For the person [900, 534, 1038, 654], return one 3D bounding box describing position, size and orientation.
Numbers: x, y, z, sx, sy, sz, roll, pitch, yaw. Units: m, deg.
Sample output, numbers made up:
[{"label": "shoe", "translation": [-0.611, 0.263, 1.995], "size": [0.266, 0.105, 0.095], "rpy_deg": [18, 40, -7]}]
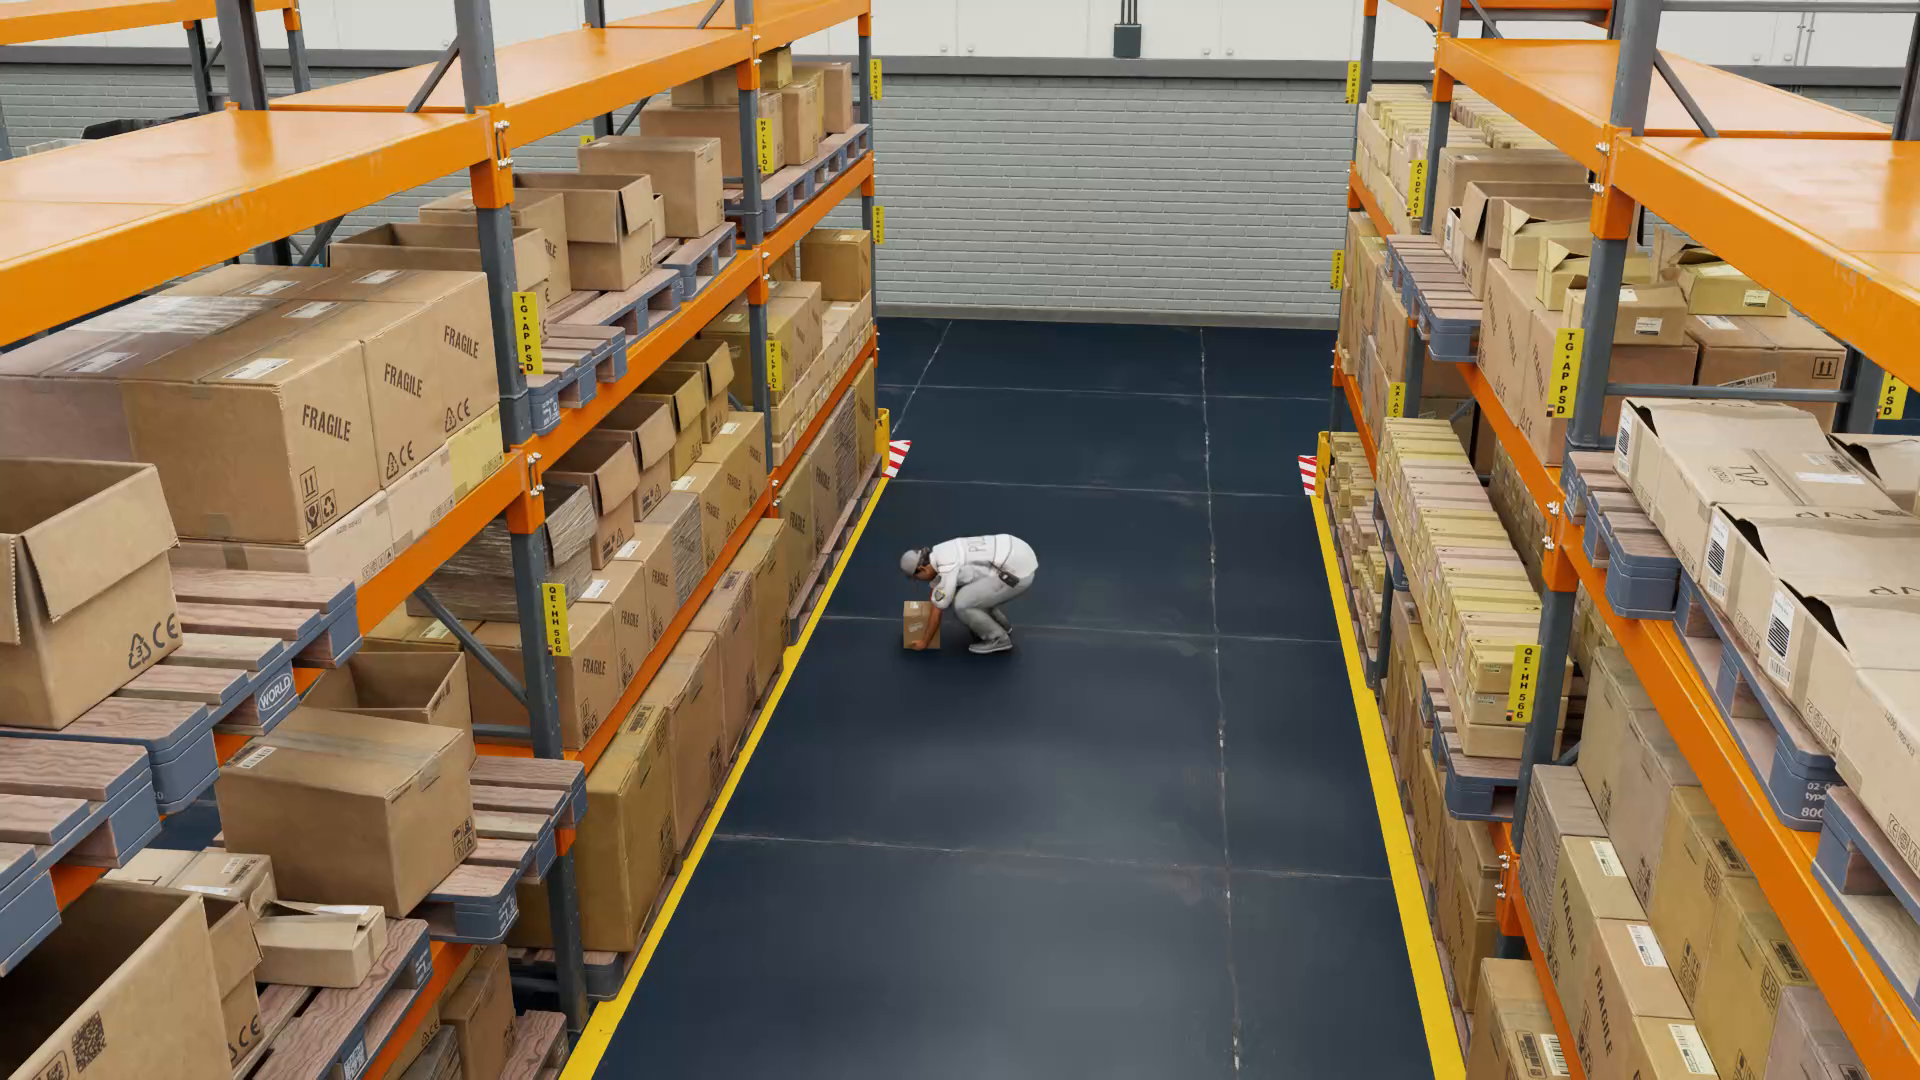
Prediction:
[{"label": "person", "translation": [0.059, 0.361, 11.410], "size": [0.942, 0.785, 0.512], "rpy_deg": [-1, 21, -1]}]
